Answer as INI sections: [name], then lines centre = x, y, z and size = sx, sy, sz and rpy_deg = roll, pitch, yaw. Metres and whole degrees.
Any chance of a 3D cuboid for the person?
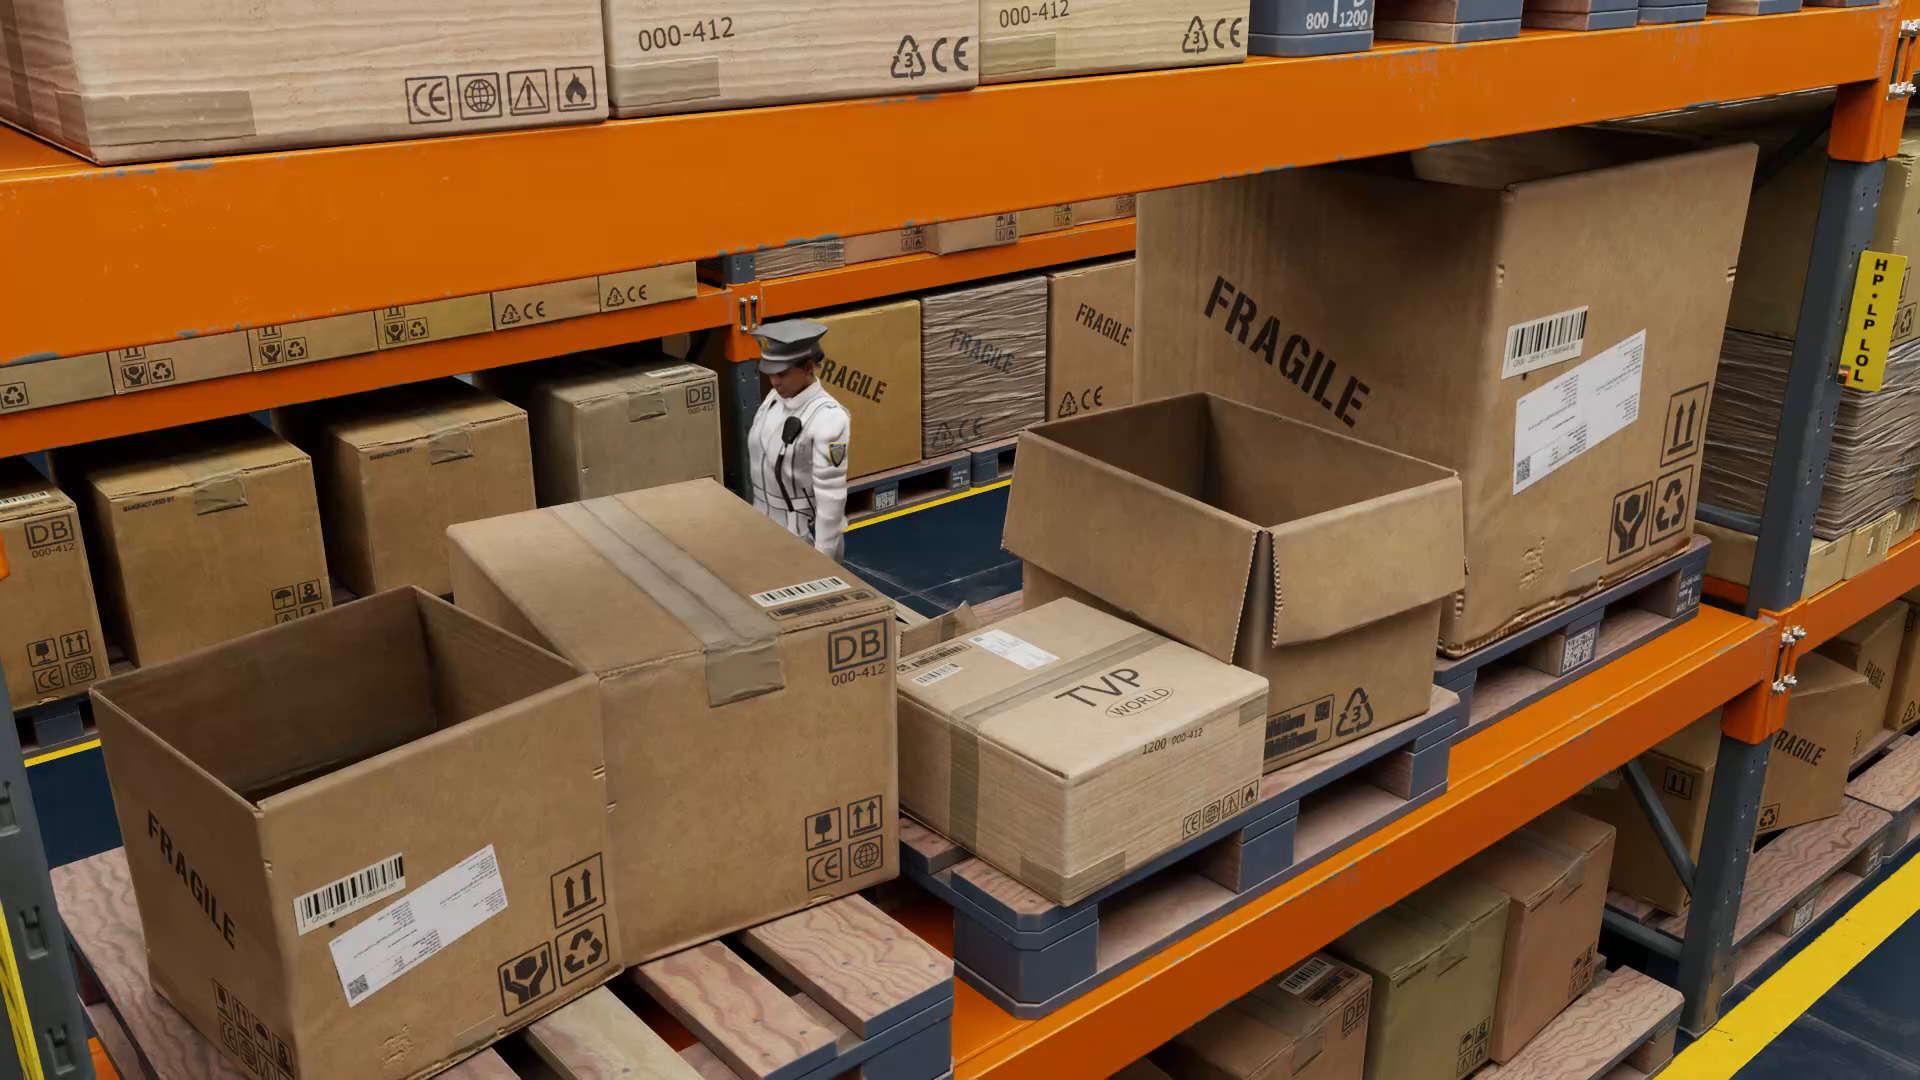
[person]
centre = -0.581, 0.019, 6.044
size = 0.327, 1.662, 0.471
rpy_deg = -17, 27, -36
